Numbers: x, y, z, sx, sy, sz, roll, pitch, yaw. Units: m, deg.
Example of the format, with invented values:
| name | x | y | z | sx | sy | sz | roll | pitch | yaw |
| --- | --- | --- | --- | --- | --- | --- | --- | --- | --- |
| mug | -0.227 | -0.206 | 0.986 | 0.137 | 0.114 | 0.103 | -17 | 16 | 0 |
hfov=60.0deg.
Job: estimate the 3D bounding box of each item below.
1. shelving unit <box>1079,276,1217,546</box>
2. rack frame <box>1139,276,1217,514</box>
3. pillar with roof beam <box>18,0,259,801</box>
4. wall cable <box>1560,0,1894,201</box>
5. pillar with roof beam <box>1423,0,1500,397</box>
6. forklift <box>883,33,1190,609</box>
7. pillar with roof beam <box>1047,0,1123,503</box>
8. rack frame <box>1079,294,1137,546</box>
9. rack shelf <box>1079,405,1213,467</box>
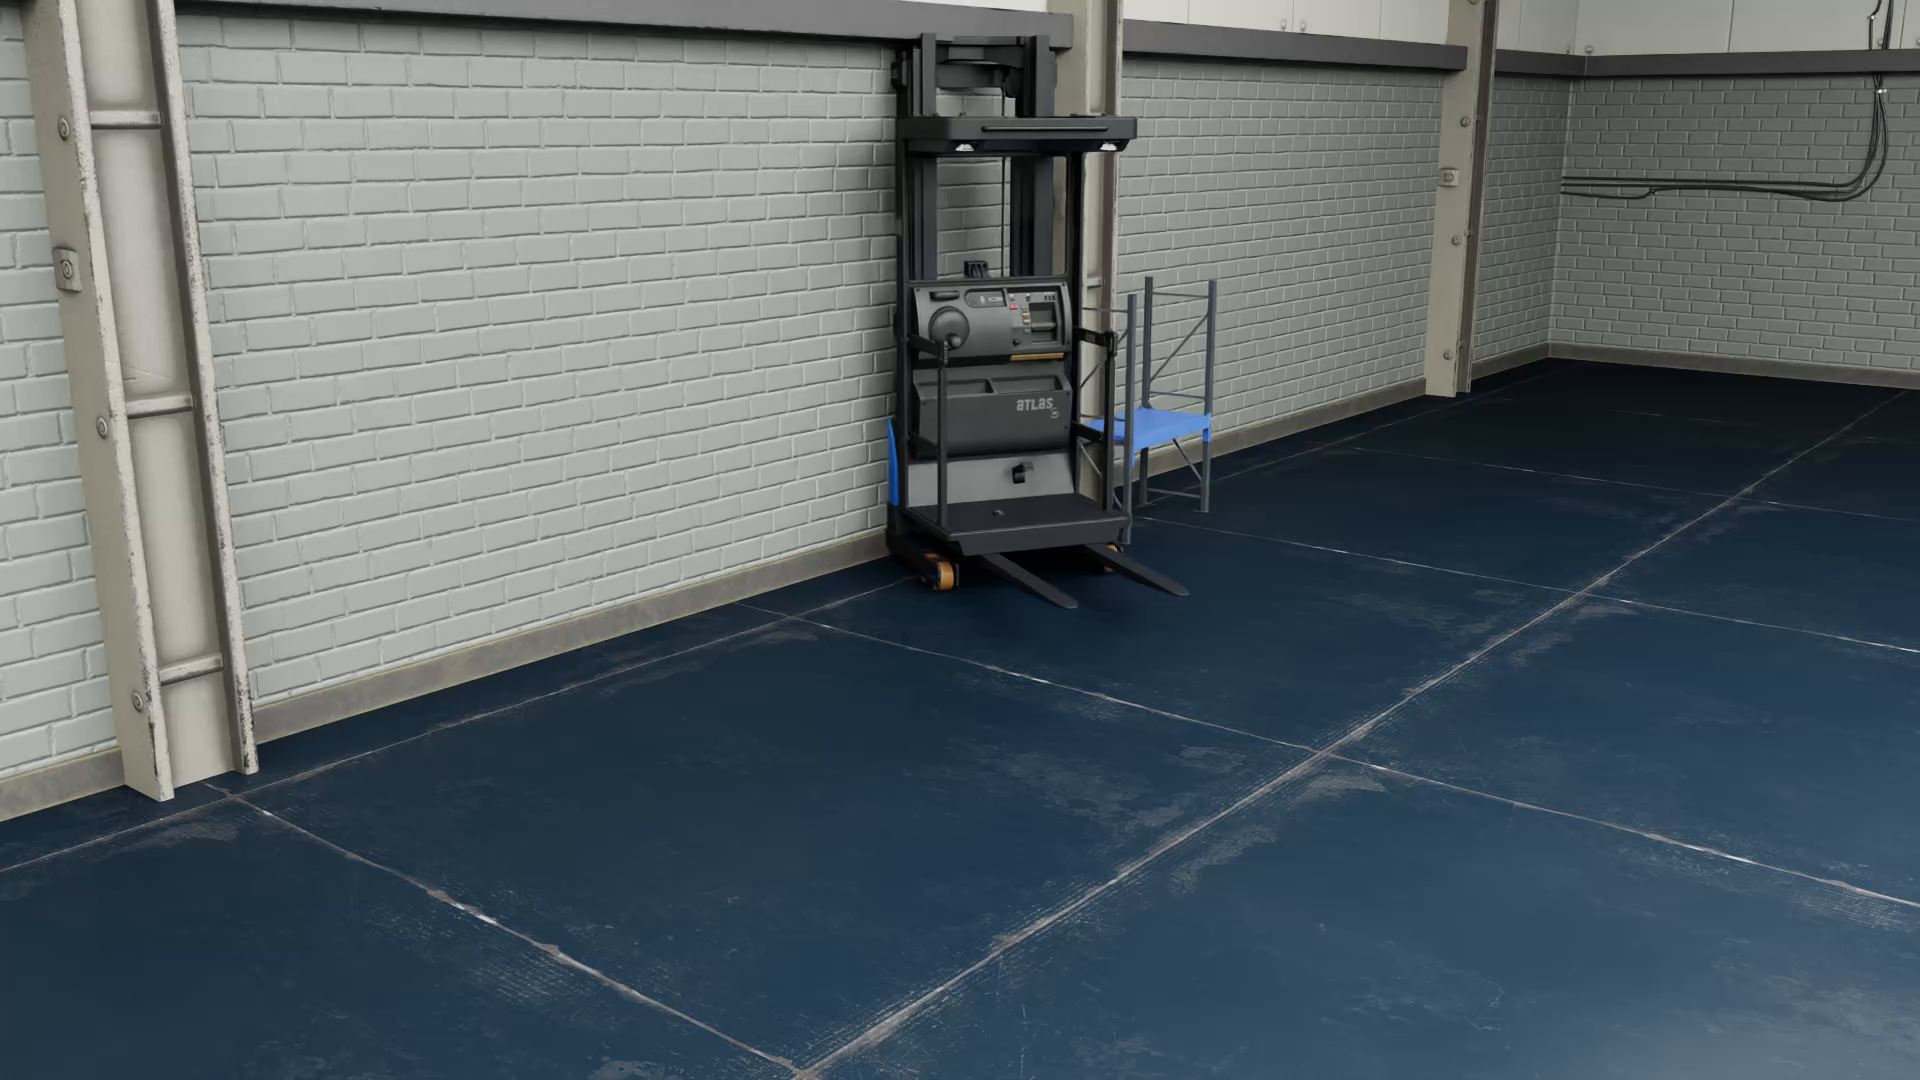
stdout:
| name | x | y | z | sx | sy | sz | roll | pitch | yaw |
| --- | --- | --- | --- | --- | --- | --- | --- | --- | --- |
| shelving unit | 1.108 | -0.832 | 10.353 | 0.538 | 1.500 | 1.048 | 10 | 17 | 34 |
| rack frame | 1.403 | -0.934 | 10.755 | 0.500 | 1.500 | 0.032 | 10 | 17 | 34 |
| pillar with roof beam | 0.348 | -2.773 | 2.761 | 9.100 | 9.000 | 0.400 | 11 | 18 | 38 |
| wall cable | 7.422 | -4.592 | 16.228 | 3.097 | 2.526 | 0.112 | 11 | 18 | 38 |
| pillar with roof beam | 7.890 | -5.071 | 11.807 | 9.100 | 9.000 | 0.400 | 11 | 18 | 38 |
| forklift | 0.267 | -1.257 | 9.117 | 1.130 | 2.935 | 3.031 | -6 | 15 | -21 |
| pillar with roof beam | 4.119 | -3.922 | 7.284 | 9.100 | 9.000 | 0.400 | 11 | 18 | 38 |
| rack frame | 0.813 | -0.730 | 9.952 | 0.500 | 1.500 | 0.032 | 10 | 17 | 34 |
| rack shelf | 1.108 | -0.658 | 10.398 | 0.538 | 0.185 | 1.000 | 10 | 17 | 34 |
